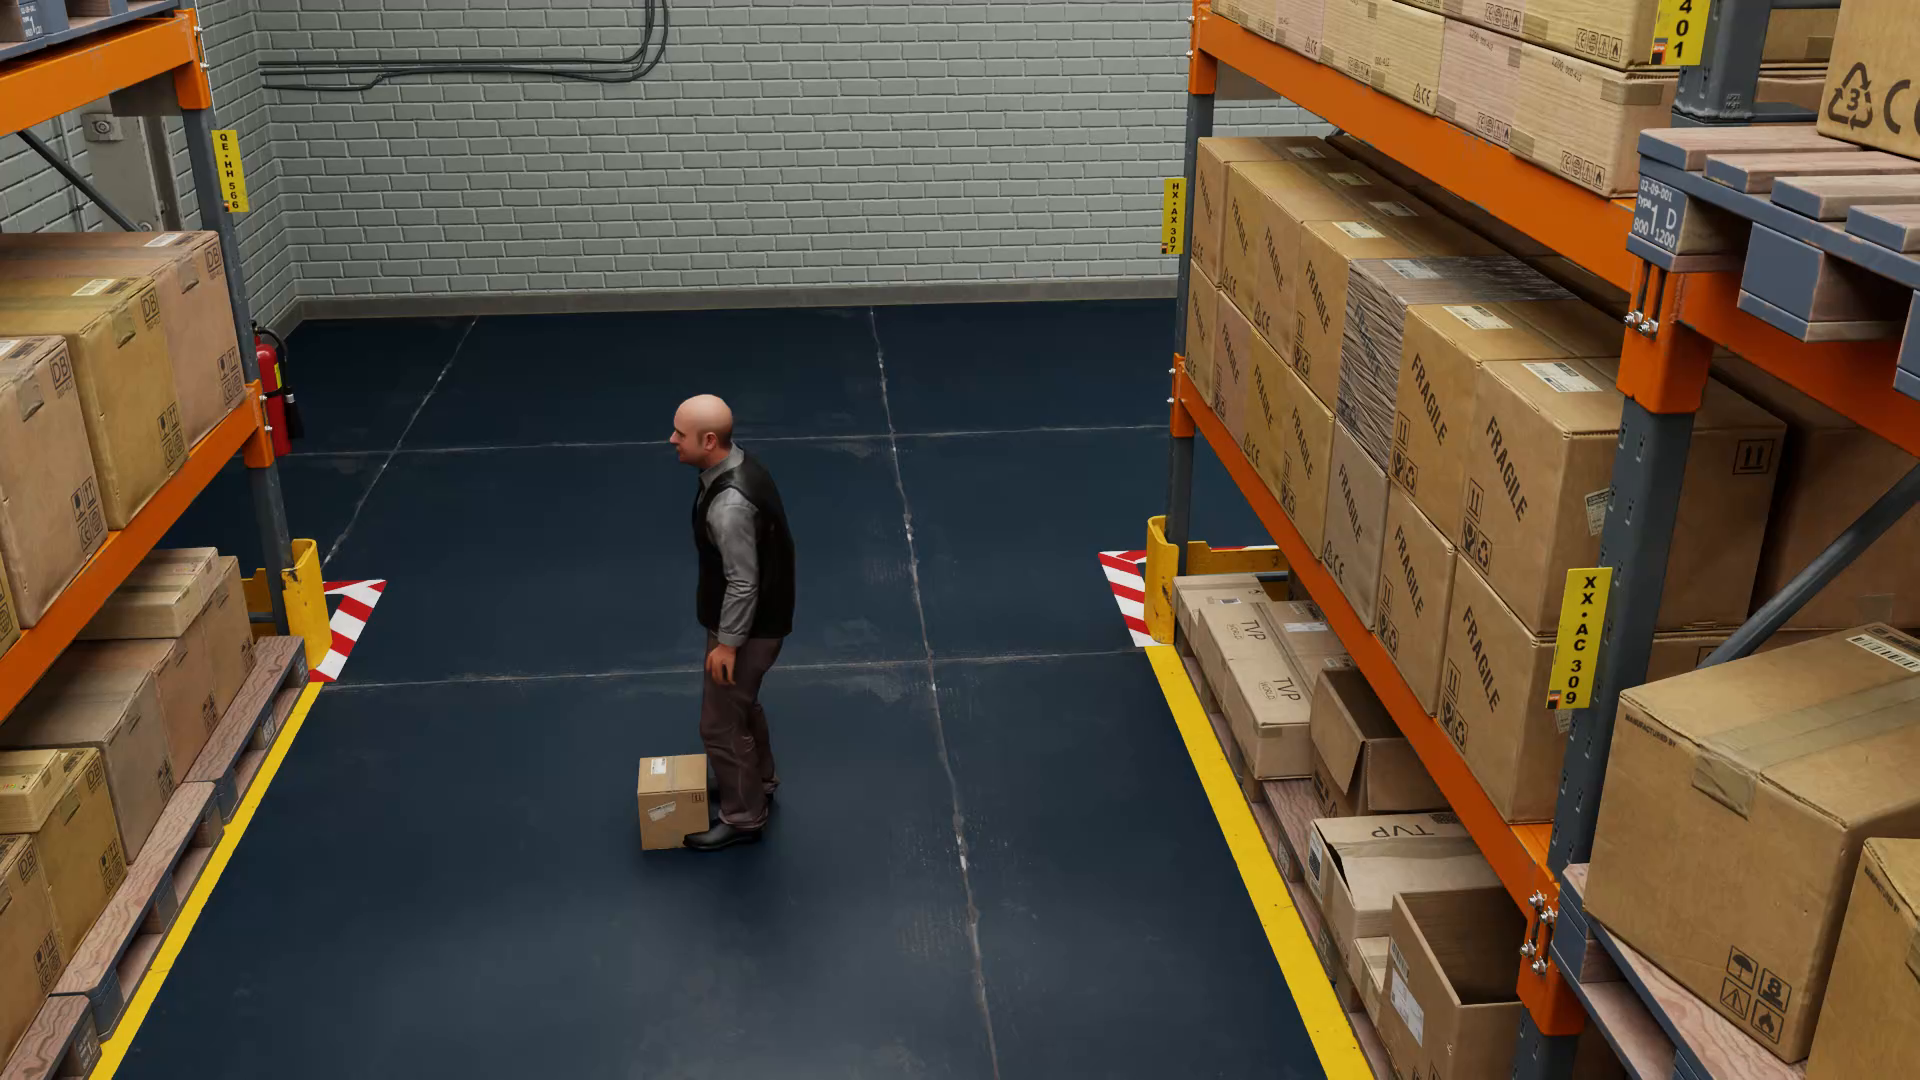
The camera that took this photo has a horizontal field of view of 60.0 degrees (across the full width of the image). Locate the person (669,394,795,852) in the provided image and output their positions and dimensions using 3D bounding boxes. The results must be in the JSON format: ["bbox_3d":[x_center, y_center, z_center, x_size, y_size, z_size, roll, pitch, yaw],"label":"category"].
[{"bbox_3d":[-0.814,0.294,5.953,0.465,1.722,0.591,-3,24,-7],"label":"person"}]
